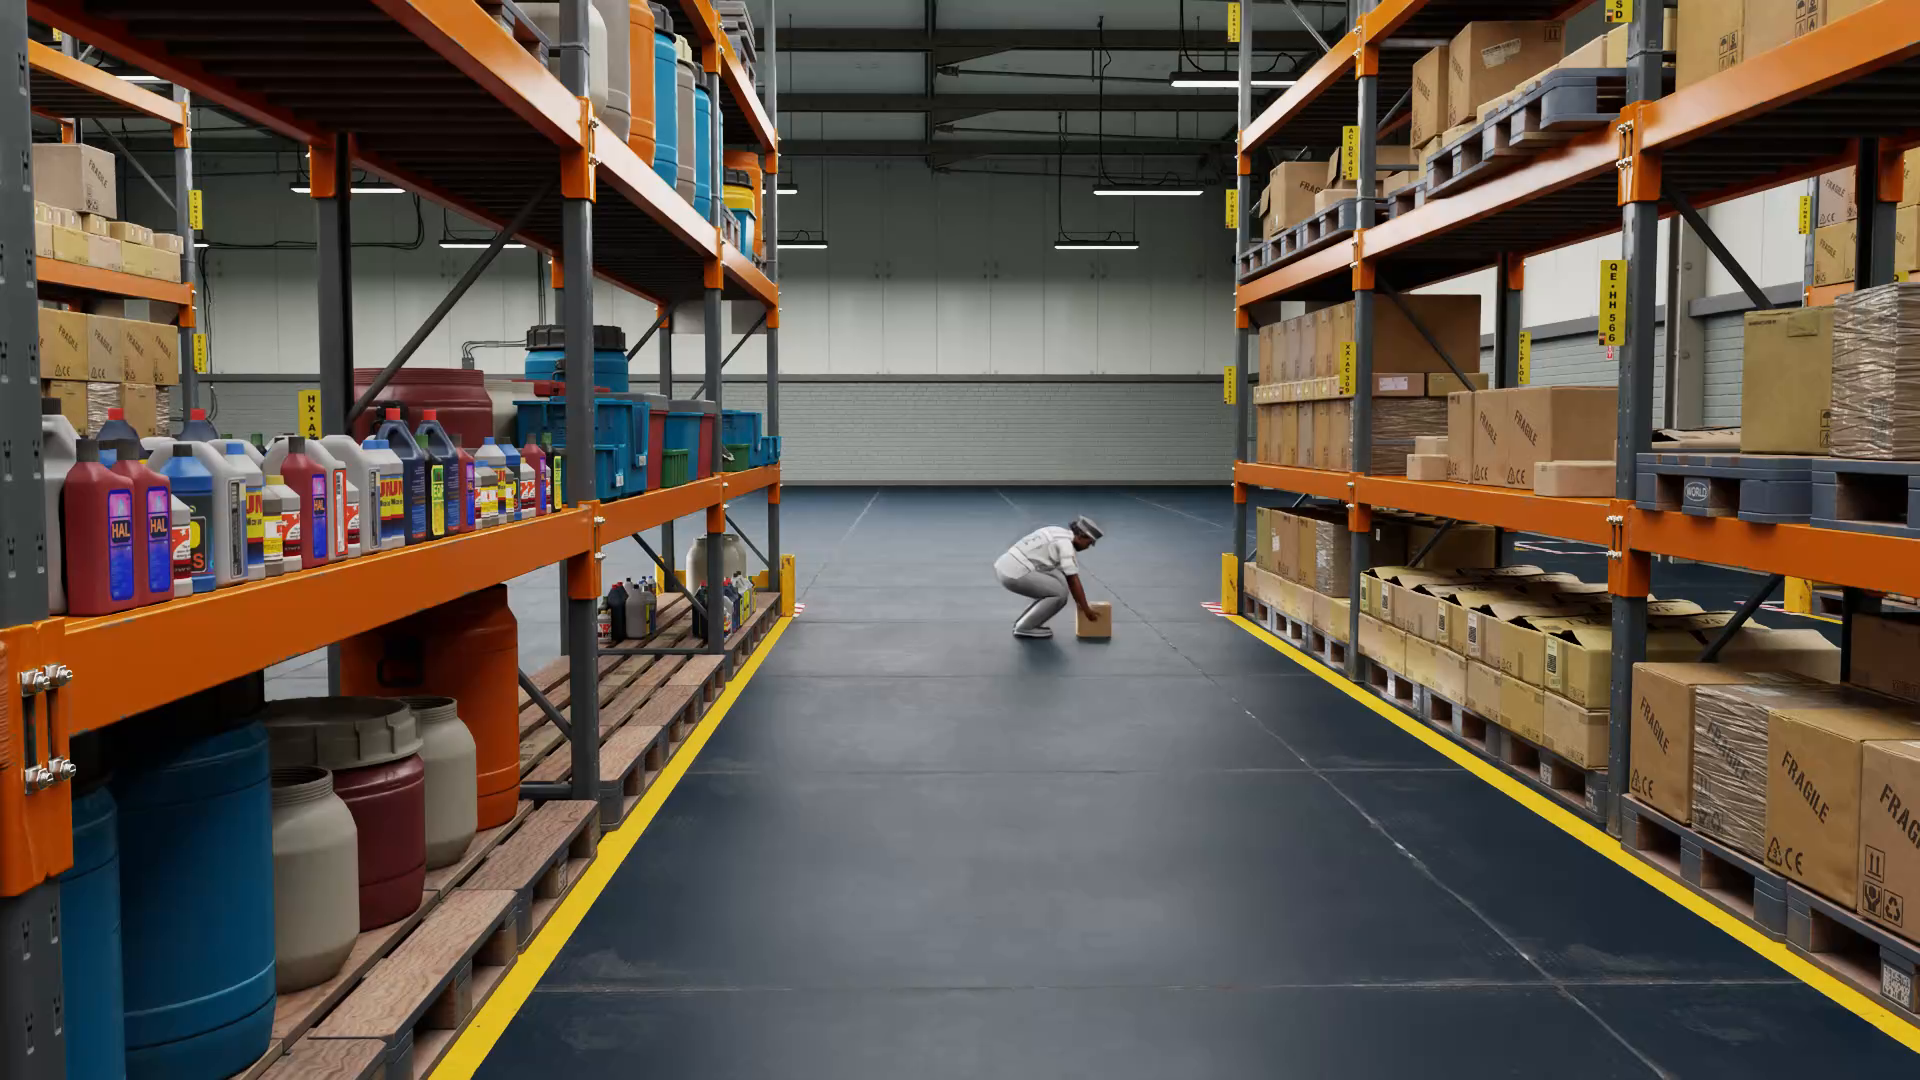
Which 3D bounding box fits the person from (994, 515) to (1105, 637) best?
[{"bbox_3d":[0.695,0.278,12.875,0.863,0.931,0.479,0,4,-2],"label":"person"}]
